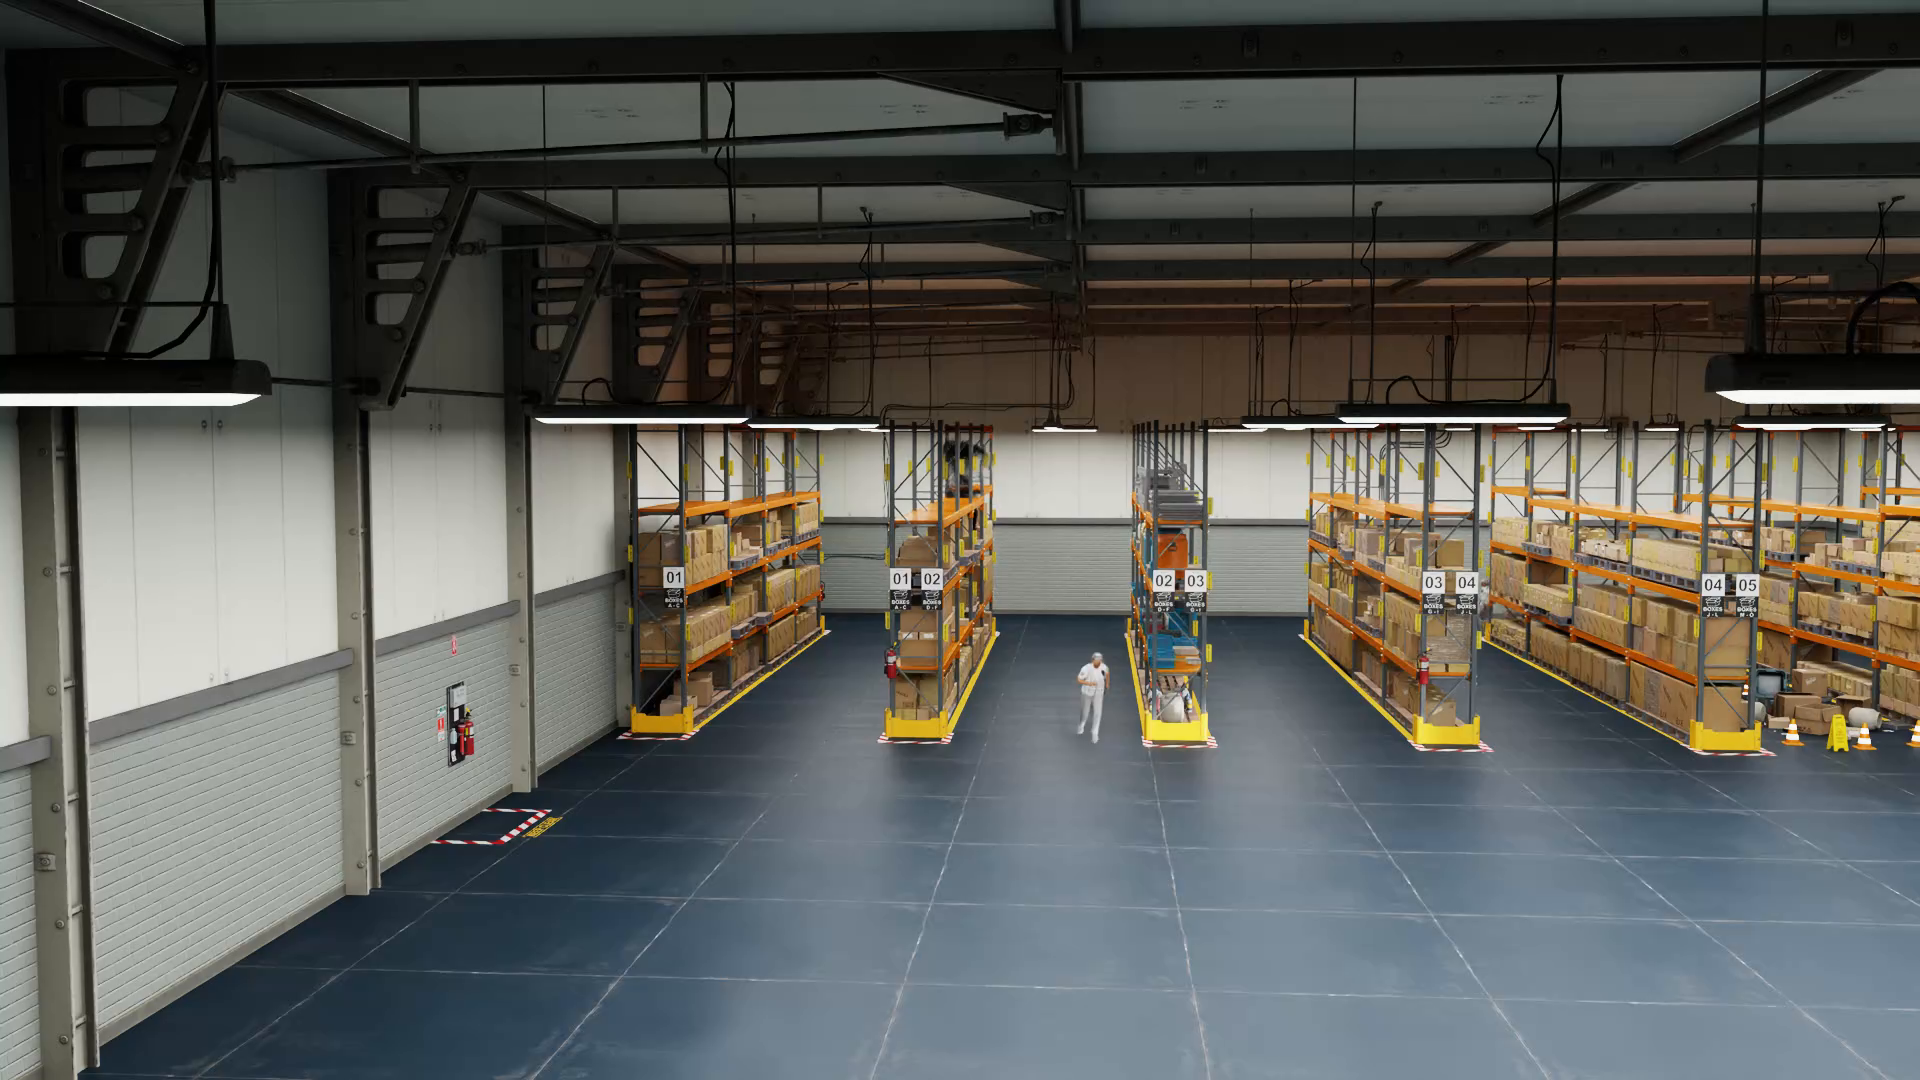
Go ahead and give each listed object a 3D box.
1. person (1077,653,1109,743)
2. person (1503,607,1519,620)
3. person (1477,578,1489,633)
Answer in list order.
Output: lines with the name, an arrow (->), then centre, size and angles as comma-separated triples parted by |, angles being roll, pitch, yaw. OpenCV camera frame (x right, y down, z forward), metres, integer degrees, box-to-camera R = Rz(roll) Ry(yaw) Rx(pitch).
person -> 2.517, 2.927, 31.365 | 0.665, 1.638, 0.943 | -1, 4, -9
person -> 15.950, 1.864, 47.852 | 0.598, 1.685, 0.664 | -1, 4, -14
person -> 14.949, 1.900, 47.460 | 0.625, 1.665, 0.642 | 1, 4, 13
